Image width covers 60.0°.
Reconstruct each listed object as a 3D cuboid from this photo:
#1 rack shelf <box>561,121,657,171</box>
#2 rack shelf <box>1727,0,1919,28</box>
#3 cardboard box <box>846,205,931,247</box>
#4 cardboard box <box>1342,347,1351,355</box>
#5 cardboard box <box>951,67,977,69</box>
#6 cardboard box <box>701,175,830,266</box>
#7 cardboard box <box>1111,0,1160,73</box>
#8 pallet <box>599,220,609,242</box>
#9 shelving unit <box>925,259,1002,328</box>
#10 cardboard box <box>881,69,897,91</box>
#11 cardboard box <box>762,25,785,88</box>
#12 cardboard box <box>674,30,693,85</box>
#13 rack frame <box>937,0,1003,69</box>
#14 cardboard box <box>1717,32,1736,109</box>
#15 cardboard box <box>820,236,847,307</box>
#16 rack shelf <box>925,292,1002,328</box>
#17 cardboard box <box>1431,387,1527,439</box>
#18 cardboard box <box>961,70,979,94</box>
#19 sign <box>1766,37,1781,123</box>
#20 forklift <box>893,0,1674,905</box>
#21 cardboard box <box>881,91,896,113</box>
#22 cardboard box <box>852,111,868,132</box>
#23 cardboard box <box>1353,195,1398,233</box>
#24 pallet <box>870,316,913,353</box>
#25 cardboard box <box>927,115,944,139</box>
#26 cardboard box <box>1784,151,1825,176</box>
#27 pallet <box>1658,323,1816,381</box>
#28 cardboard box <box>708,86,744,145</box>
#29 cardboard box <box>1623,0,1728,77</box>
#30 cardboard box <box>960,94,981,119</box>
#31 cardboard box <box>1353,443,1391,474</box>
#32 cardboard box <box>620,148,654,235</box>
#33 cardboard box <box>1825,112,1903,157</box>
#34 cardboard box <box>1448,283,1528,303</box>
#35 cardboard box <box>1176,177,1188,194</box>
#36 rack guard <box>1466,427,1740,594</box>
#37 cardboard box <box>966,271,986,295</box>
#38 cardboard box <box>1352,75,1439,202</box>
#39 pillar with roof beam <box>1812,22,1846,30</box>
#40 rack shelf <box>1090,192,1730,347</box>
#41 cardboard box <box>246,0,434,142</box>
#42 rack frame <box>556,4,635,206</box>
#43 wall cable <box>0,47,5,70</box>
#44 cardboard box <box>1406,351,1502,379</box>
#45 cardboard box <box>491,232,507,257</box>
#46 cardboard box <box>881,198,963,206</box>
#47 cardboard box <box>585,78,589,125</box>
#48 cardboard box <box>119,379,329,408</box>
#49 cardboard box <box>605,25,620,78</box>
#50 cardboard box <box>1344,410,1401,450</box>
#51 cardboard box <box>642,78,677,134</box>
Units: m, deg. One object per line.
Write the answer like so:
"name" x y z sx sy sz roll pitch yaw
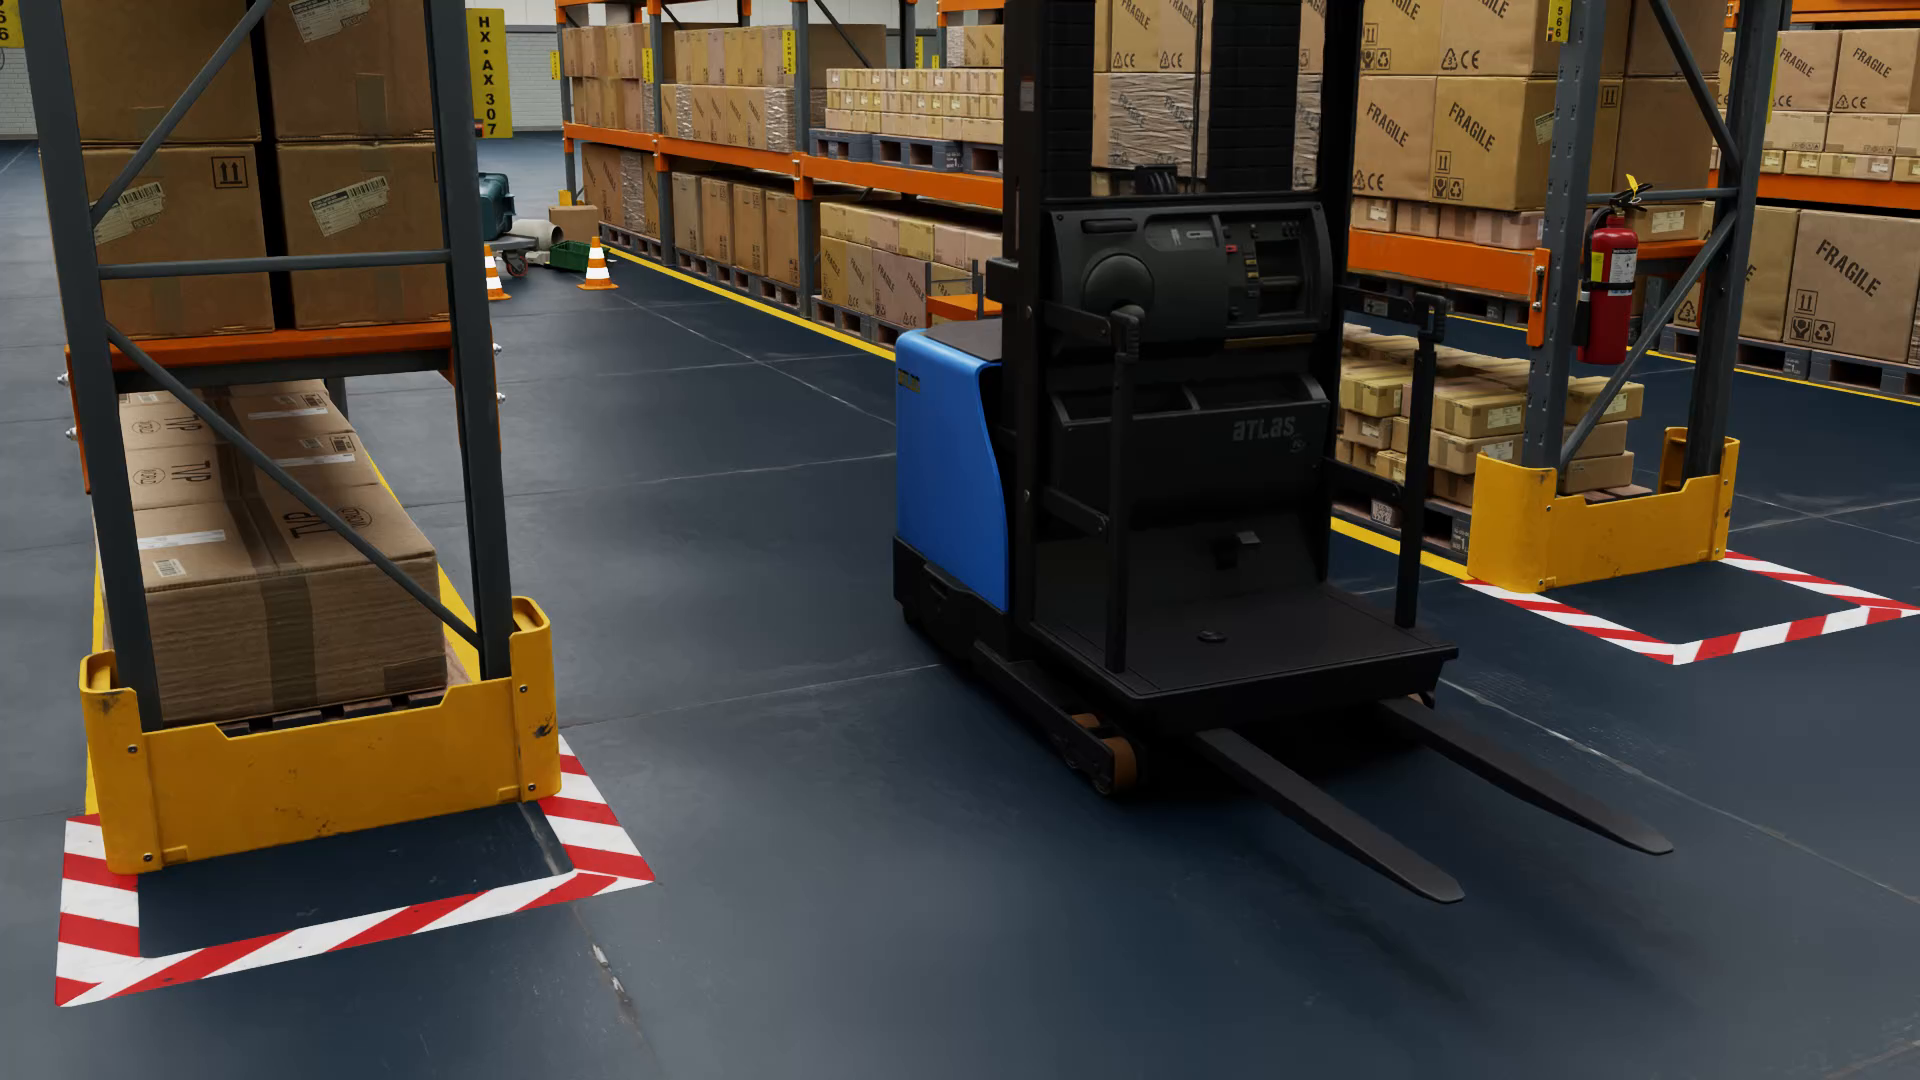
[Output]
"rack shelf" -3.459 -4.445 18.606 1.077 0.370 4.000 -8 18 -25
"rack shelf" 11.704 -6.665 20.906 1.077 0.370 4.000 -8 18 -25
"cardboard box" -0.523 -2.338 12.370 0.500 0.250 0.500 -8 18 -26
"cardboard box" 1.689 -0.866 8.159 0.380 0.149 0.250 -8 18 -27
"cardboard box" 0.385 -5.912 21.695 0.875 0.500 0.500 -8 18 -25
"cardboard box" -1.810 -3.033 15.698 1.050 0.750 0.750 -8 18 -25
"cardboard box" 1.142 -2.715 8.740 0.500 0.500 0.500 -8 18 -27
"pallet" -3.914 -3.757 19.962 1.003 0.211 1.213 -8 18 -25
"shelving unit" 0.073 -0.536 6.942 0.258 1.200 0.503 -8 18 -25
"cardboard box" -0.342 -3.272 11.830 0.380 0.149 0.250 -7 17 -22
"cardboard box" -1.240 -4.069 14.000 0.700 0.500 0.500 -8 18 -26
"cardboard box" -2.360 -4.701 16.201 0.700 0.500 0.500 -8 18 -26
"rack frame" 0.168 -5.861 22.236 1.000 3.000 0.127 -8 18 -25
"cardboard box" 5.405 -3.167 11.223 0.500 0.500 0.500 -8 18 -25
"cardboard box" -0.749 -2.097 12.891 0.500 0.500 0.500 -8 18 -27
"rack shelf" 0.072 -0.913 6.834 0.258 0.148 0.480 -8 18 -25
"cardboard box" 2.215 -0.538 7.014 0.380 0.149 0.250 -7 18 -24
"cardboard box" 0.226 -2.950 10.708 0.380 0.149 0.250 -8 18 -25
"sign" 3.163 -1.801 6.519 0.100 0.325 0.005 -8 18 -25
"forklift" 0.788 -0.817 4.783 1.130 2.935 3.031 -7 17 -22
"cardboard box" -0.339 -3.126 11.860 0.380 0.149 0.250 -8 18 -25
"cardboard box" -0.579 -3.115 12.363 0.380 0.149 0.250 -7 17 -22
"cardboard box" 1.947 -1.432 7.259 0.380 0.149 0.250 -7 17 -23
"pallet" 0.042 -1.467 11.979 1.003 0.211 1.213 -8 18 -25
"cardboard box" -0.003 -2.789 11.227 0.380 0.149 0.250 -7 17 -22
"cardboard box" 5.604 -2.456 10.826 0.380 0.149 0.250 -8 18 -26
"pallet" 5.688 -1.347 11.562 1.003 0.211 1.213 -8 18 -25
"cardboard box" -1.933 -3.805 14.890 0.500 0.500 0.500 -7 18 -24
"cardboard box" 2.717 -2.134 6.717 0.500 0.500 0.500 -8 18 -25
"cardboard box" 0.224 -2.804 10.740 0.380 0.149 0.250 -8 18 -27
"cardboard box" 2.015 -0.384 7.557 0.380 0.149 0.250 -8 18 -25
"cardboard box" -3.193 -3.863 18.364 0.875 0.875 0.875 -8 18 -25
"cardboard box" 5.841 -2.557 10.454 0.500 0.250 0.500 -7 18 -24
"cardboard box" 4.735 -2.444 13.419 1.225 0.875 0.875 -8 18 -27
"cardboard box" 1.262 -1.827 8.636 0.380 0.149 0.250 -7 18 -24
"rack guard" 2.642 -0.137 6.821 1.175 0.500 0.348 -8 18 -25
"cardboard box" 0.372 -1.465 10.687 0.500 0.500 0.500 -8 18 -26
"cardboard box" 2.026 -1.719 7.083 0.500 0.500 0.500 -8 18 -26
"pillar with roof beam" 10.741 -9.951 25.613 9.100 9.000 0.400 -8 18 -25
"rack shelf" 1.799 -1.470 8.238 1.077 0.370 4.000 -8 18 -25
"cardboard box" -1.685 -1.378 4.622 0.500 0.500 0.500 -8 18 -26
"rack frame" -4.335 -5.287 20.235 1.000 3.000 0.127 -8 18 -25
"wall cable" -26.950 -13.501 43.614 3.097 2.526 0.112 -8 18 -25
"cardboard box" 2.343 -0.791 7.898 0.380 0.149 0.250 -9 18 -28
"cardboard box" -4.991 -3.184 17.866 0.396 0.266 0.258 -5 17 -15
"cardboard box" -0.295 -2.526 13.026 0.500 0.250 0.500 -8 18 -26
"cardboard box" -3.871 -5.139 19.447 0.875 0.550 0.550 -8 18 -25
"cardboard box" -3.304 -0.490 7.403 0.875 0.438 0.875 -8 18 -26
"cardboard box" -3.411 -5.385 18.348 0.875 0.550 0.500 -8 18 -25
"cardboard box" 1.958 -0.519 7.489 0.380 0.149 0.250 -8 18 -27
"cardboard box" -2.755 -4.457 17.072 0.875 0.550 0.550 -8 18 -25
